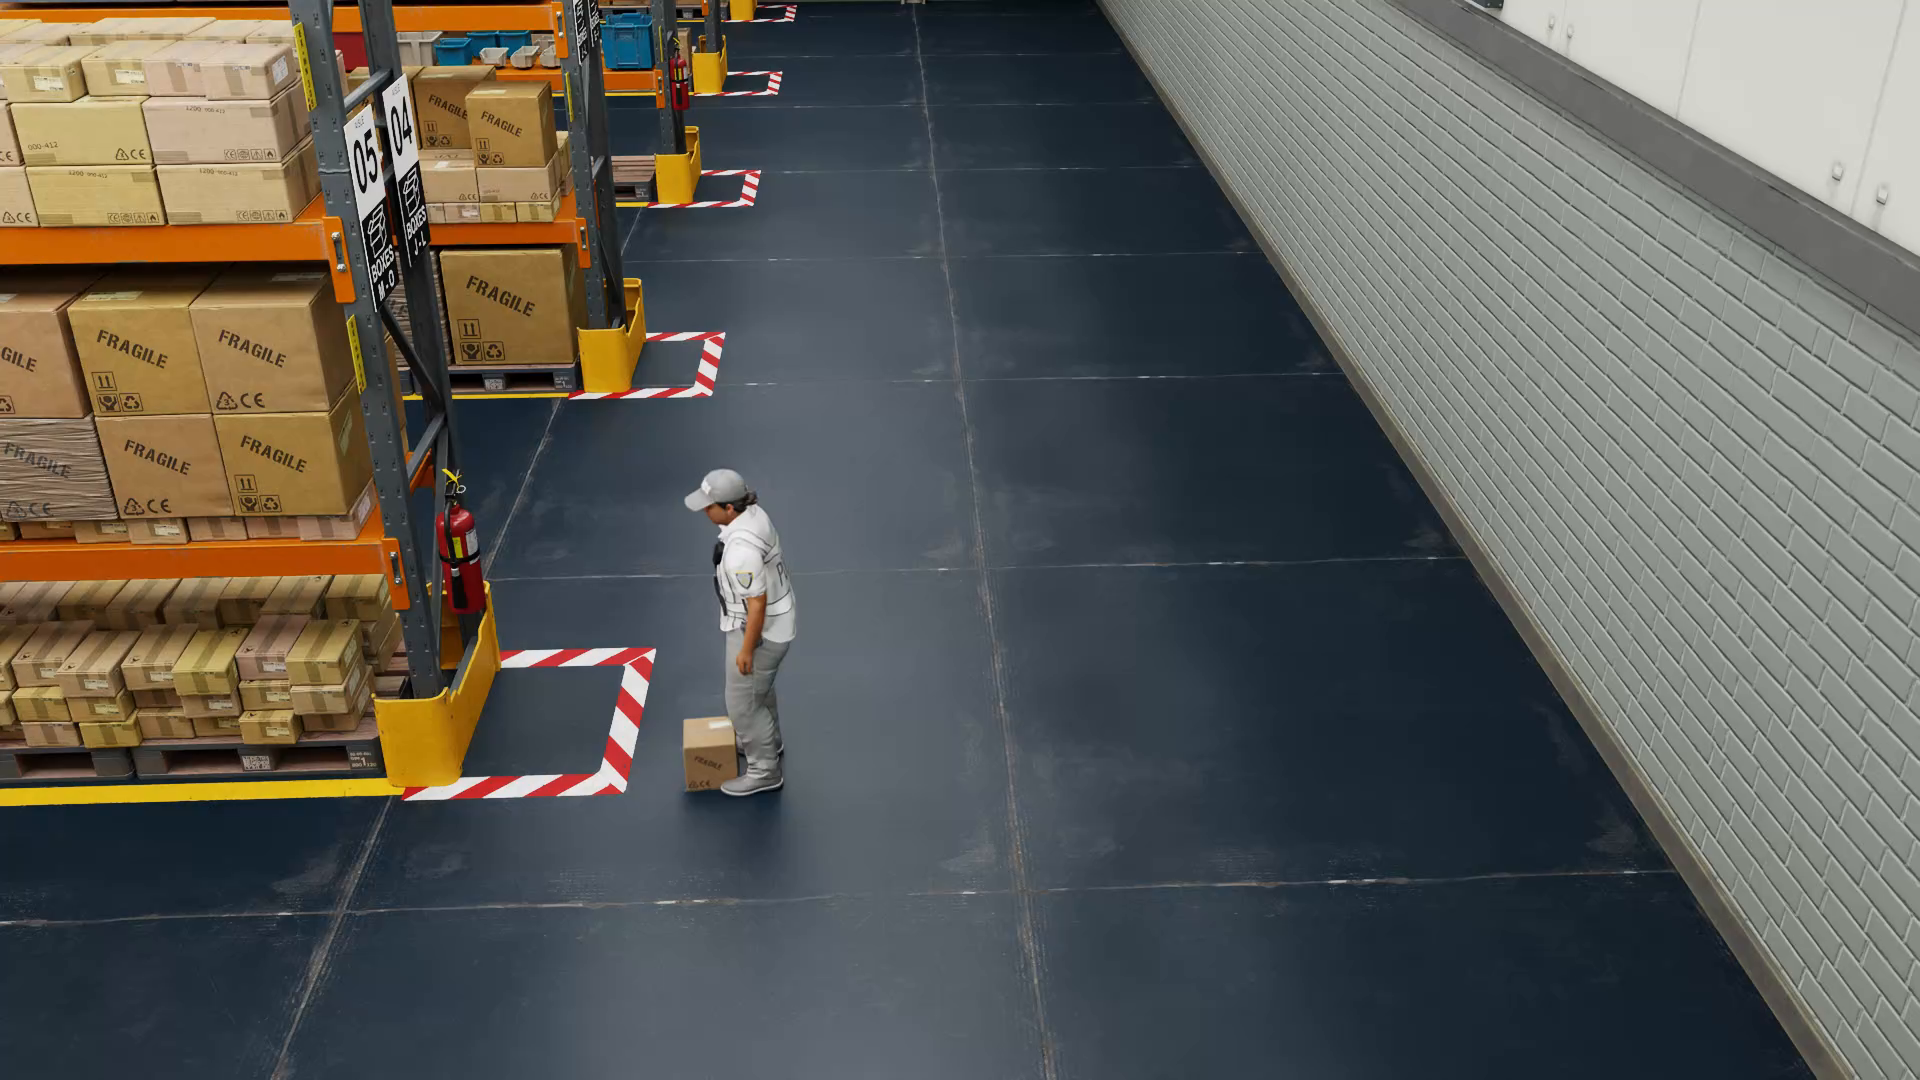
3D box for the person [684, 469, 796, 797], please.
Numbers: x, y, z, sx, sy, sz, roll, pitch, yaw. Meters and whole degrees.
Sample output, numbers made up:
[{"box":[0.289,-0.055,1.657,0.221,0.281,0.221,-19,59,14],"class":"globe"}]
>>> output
[{"box":[-1.006,0.408,7.838,0.469,1.665,0.537,-2,28,-5],"class":"person"}]
